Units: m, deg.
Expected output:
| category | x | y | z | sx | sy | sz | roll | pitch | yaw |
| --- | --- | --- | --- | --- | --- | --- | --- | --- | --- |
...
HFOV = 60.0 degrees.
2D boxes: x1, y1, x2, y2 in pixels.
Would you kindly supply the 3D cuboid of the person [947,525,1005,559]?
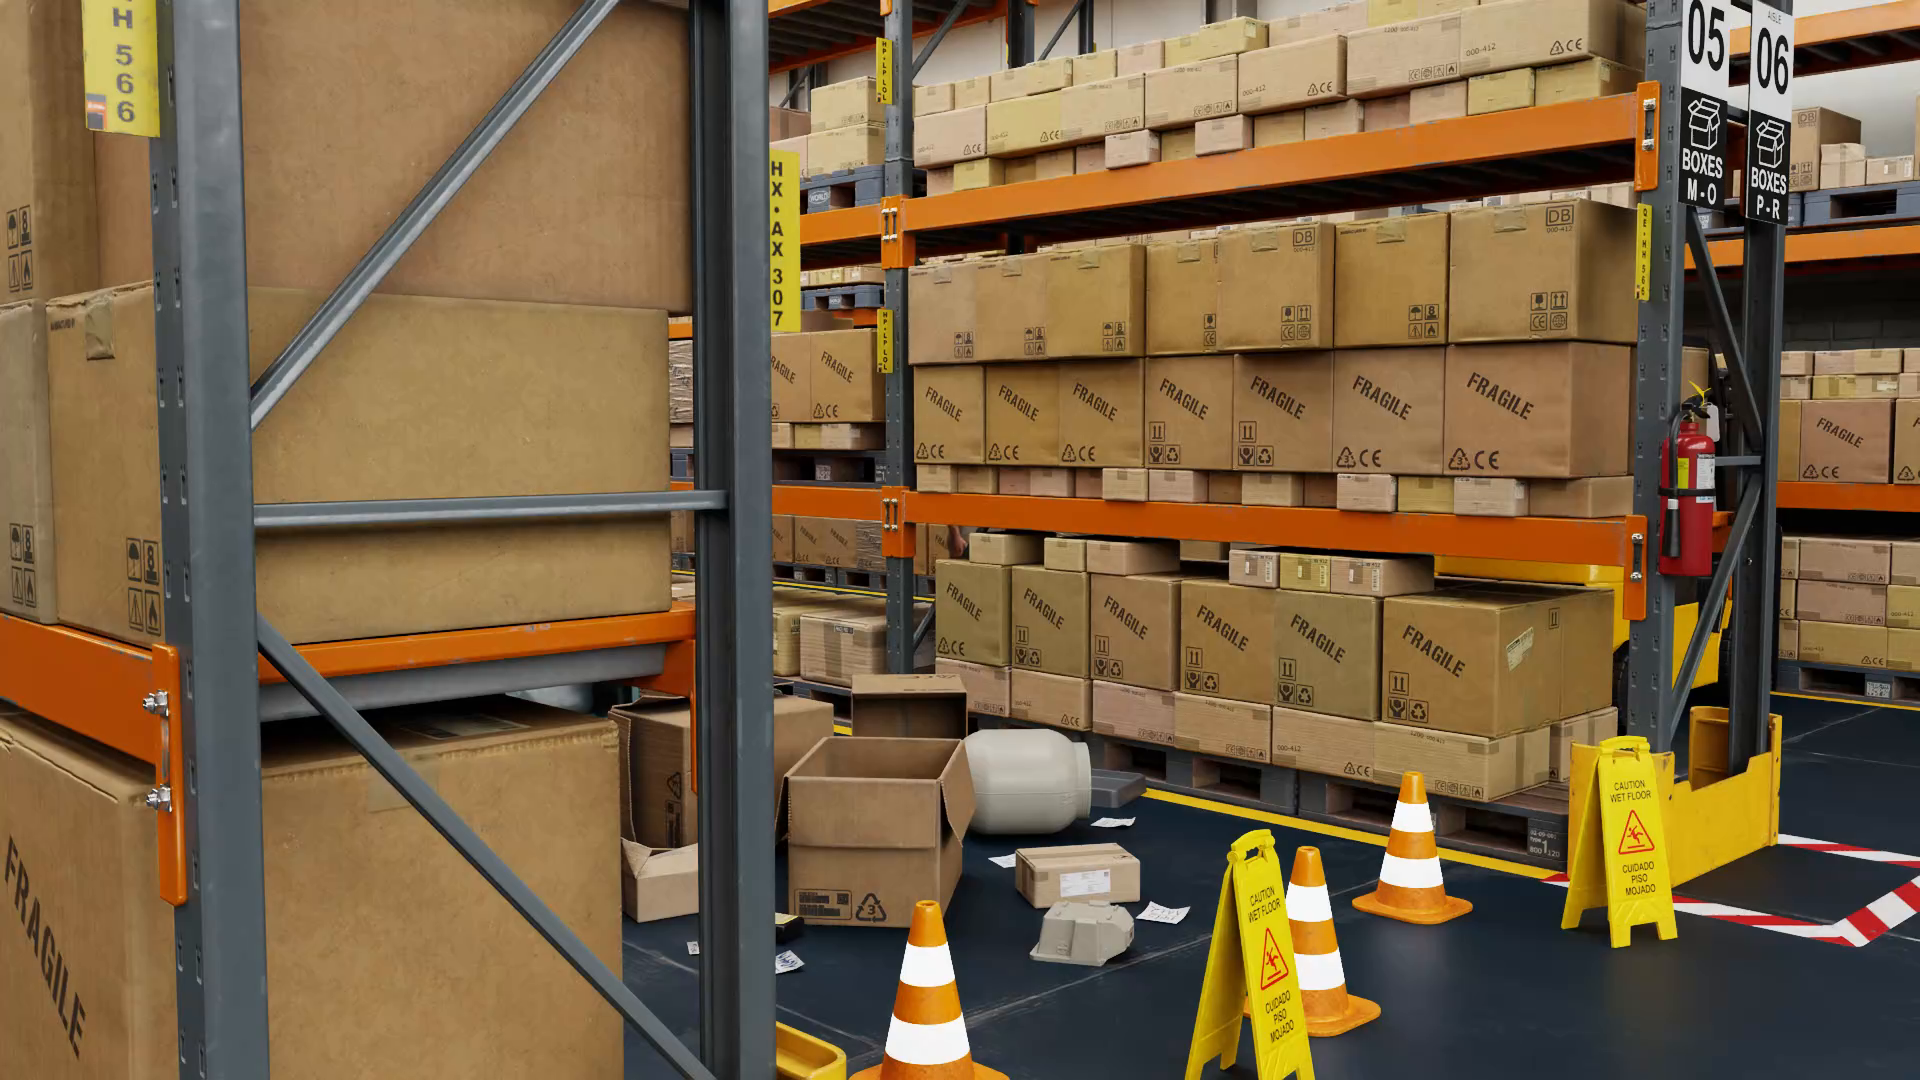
| category | x | y | z | sx | sy | sz | roll | pitch | yaw |
| --- | --- | --- | --- | --- | --- | --- | --- | --- | --- |
| person | 0.139 | -0.001 | 11.390 | 0.407 | 1.726 | 0.602 | 4 | 5 | 42 |
